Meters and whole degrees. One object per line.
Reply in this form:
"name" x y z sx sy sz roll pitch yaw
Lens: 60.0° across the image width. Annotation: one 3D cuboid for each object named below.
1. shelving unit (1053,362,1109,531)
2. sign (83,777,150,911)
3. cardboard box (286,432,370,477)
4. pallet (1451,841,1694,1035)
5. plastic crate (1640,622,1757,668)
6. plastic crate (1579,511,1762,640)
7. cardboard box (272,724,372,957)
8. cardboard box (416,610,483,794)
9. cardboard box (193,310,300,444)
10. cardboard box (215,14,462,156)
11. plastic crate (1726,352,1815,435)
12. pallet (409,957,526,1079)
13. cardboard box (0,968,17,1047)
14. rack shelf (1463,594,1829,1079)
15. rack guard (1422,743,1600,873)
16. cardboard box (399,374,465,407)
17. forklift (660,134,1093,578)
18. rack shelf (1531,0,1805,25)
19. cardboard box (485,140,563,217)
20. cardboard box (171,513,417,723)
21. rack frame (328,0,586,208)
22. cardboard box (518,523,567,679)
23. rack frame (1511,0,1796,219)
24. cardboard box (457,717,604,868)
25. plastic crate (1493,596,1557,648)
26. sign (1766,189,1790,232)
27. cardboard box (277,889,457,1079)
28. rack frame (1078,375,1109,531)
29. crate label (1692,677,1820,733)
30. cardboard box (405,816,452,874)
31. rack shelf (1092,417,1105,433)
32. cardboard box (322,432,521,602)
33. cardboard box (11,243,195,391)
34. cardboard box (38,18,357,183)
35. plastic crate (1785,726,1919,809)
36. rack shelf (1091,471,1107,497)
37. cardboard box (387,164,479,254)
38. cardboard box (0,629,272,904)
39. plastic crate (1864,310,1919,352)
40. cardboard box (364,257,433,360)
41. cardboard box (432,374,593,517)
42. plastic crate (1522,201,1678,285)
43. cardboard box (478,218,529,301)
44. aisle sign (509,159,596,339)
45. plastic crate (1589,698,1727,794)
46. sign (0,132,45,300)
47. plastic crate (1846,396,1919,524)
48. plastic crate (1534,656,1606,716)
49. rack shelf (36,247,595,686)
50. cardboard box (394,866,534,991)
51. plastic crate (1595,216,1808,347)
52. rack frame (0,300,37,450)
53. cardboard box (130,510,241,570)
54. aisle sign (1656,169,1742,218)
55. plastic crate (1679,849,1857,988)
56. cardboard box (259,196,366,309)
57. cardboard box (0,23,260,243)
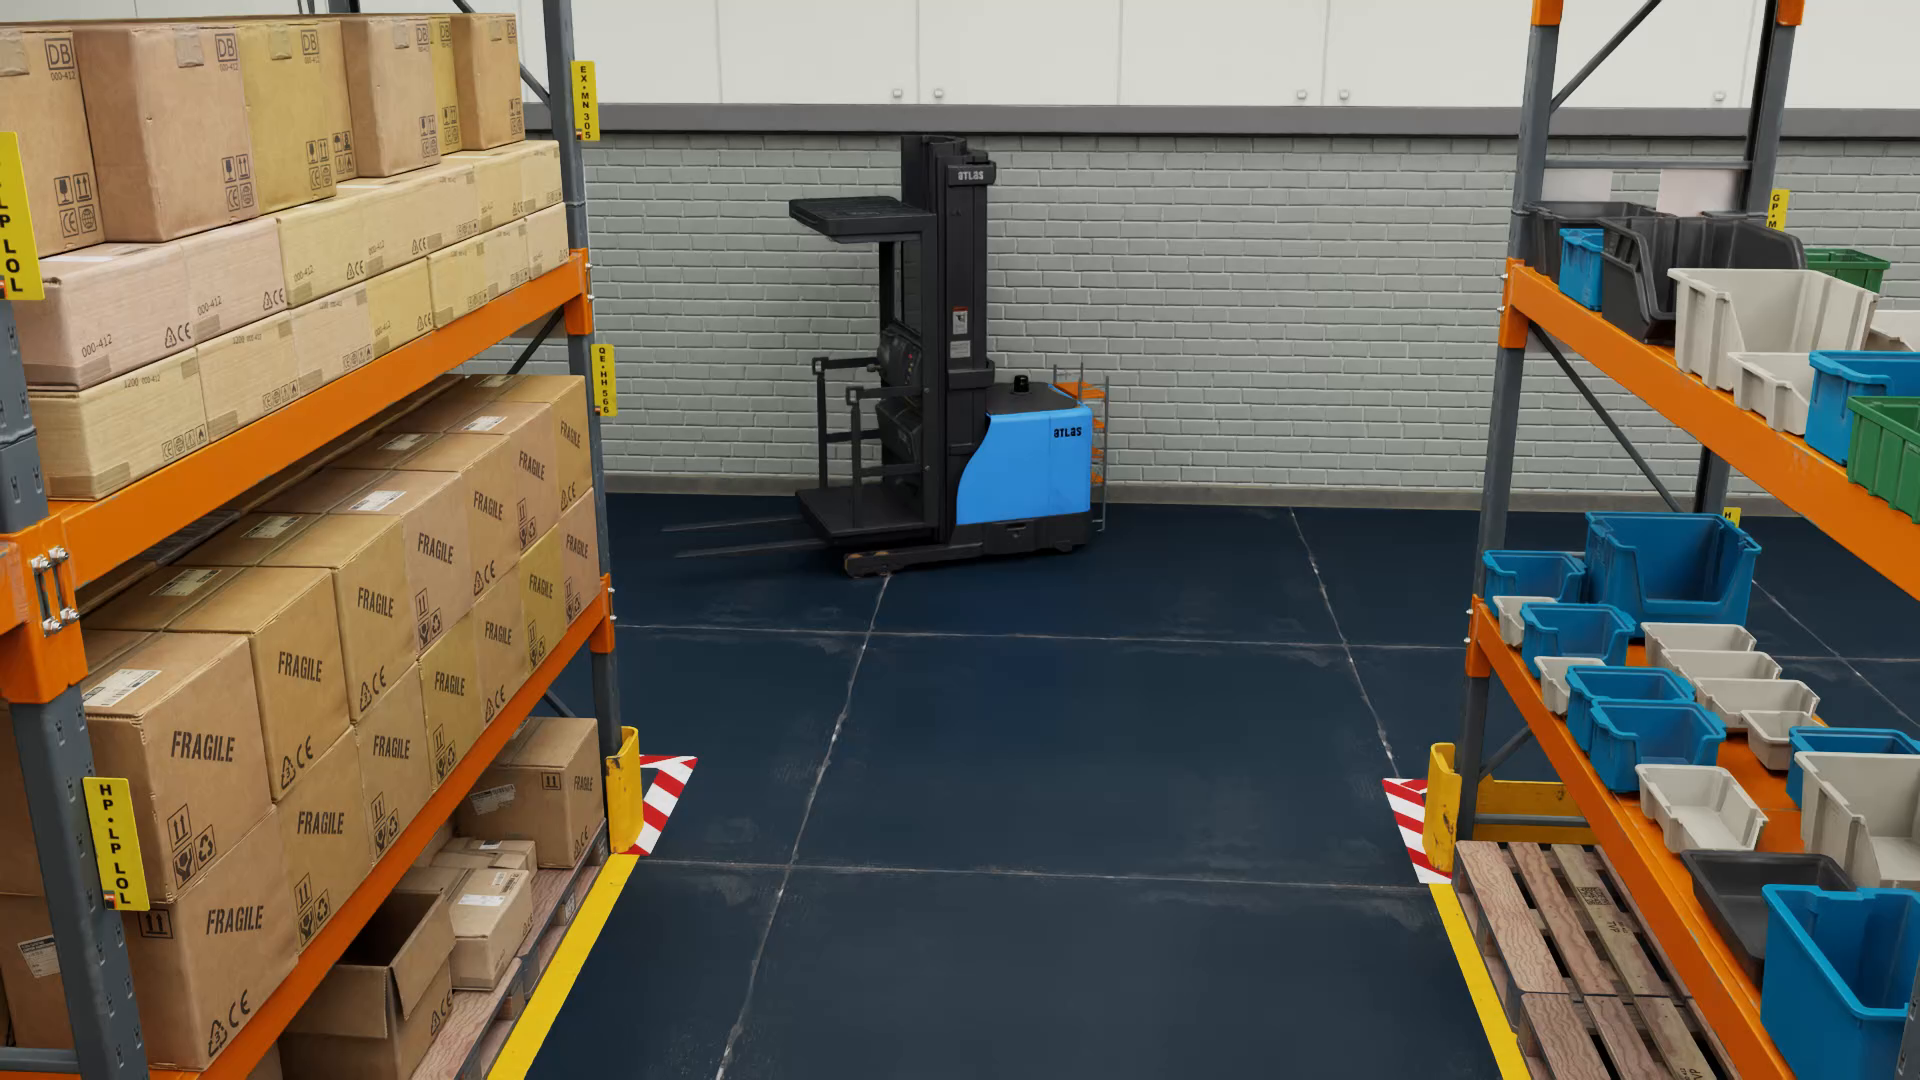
"shelving unit" 0.907 -0.703 12.642 0.258 1.200 0.503 -6 19 -18
"sign" -1.868 0.676 3.684 0.100 0.325 0.005 1 18 4
"cardboard box" -2.501 -0.101 6.147 0.500 0.500 0.500 2 18 5
"pallet" 2.707 1.664 7.005 1.003 0.211 1.213 1 18 4
"plastic crate" 2.927 0.438 6.596 0.396 0.136 0.243 1 18 4
"plastic crate" 2.967 0.147 7.004 0.616 0.435 0.499 1 18 4
"cardboard box" -2.080 0.856 4.834 0.500 0.500 0.500 2 18 5
"cardboard box" -2.007 0.542 5.790 0.500 0.500 0.500 1 18 3
"cardboard box" -2.101 -0.440 4.373 0.500 0.250 0.500 1 18 4
"cardboard box" -2.276 -1.663 6.096 0.700 0.500 0.500 1 18 4
"plastic crate" 2.230 -0.377 4.363 0.293 0.136 0.466 1 18 4
"pallet" -2.287 1.947 6.144 1.003 0.211 1.213 1 18 4
"cardboard box" -2.642 1.006 4.375 0.500 0.500 0.500 2 18 5
"rack shelf" 2.662 1.047 5.566 1.077 0.370 4.000 1 18 4
"rack guard" 2.794 1.264 7.762 1.175 0.500 0.348 1 18 4
"cardboard box" -2.430 -0.418 7.117 0.500 0.500 0.500 2 18 6
"forklift" -0.612 -1.311 11.718 3.031 2.935 1.130 -6 19 -17
"rack shelf" 2.662 -1.614 4.694 1.077 0.370 4.000 1 18 4
"cardboard box" -1.918 -1.454 6.665 0.500 0.250 0.500 1 18 4
"cardboard box" -2.034 0.232 5.132 0.500 0.500 0.500 1 18 2
"rack frame" -2.135 -2.879 6.756 1.000 3.000 0.127 1 18 4
"cardboard box" -1.930 0.231 6.740 0.500 0.500 0.500 1 18 4
"rack frame" 2.805 -2.767 6.415 1.000 3.000 0.127 1 18 4
"cardboard box" -1.929 1.125 7.479 0.500 0.500 0.500 1 18 4
"plastic crate" 2.353 0.348 6.871 0.250 0.136 0.298 1 18 4
"sign" 3.355 -1.284 6.877 0.100 0.325 0.005 1 18 4
"cardboard box" -2.293 1.608 6.000 0.797 0.503 0.637 1 18 4
"rack frame" 0.986 -0.631 12.423 0.240 1.200 0.015 -6 19 -18
"crate label" 2.896 0.615 6.057 0.396 0.136 0.243 1 18 4
"cardboard box" -2.493 1.388 7.080 0.500 0.250 0.500 1 18 4
"rack shelf" 0.907 -0.852 12.594 0.258 0.148 0.480 -6 19 -18
"cardboard box" -1.961 -0.088 6.108 0.500 0.500 0.500 2 18 5
"cardboard box" -2.140 -0.523 3.821 0.500 0.250 0.500 1 18 4
"cardboard box" -2.334 -1.352 5.147 0.700 0.500 0.500 1 18 4
"plastic crate" 2.913 0.779 5.402 0.416 0.233 0.300 1 18 4
"rack shelf" 0.907 -0.451 12.725 0.258 0.148 0.480 -6 19 -18
"cardboard box" -1.993 -1.144 5.717 0.500 0.250 0.500 1 18 4
"cardboard box" -2.108 0.552 4.155 0.500 0.500 0.500 2 18 5
"plastic crate" 2.904 -0.569 4.948 0.437 0.136 0.530 1 18 4
"cardboard box" -2.031 -0.751 5.321 0.500 0.250 0.500 1 18 4
"cardboard box" -1.893 -0.406 7.079 0.500 0.500 0.500 1 18 3
"plastic crate" 2.499 -1.166 6.557 0.497 0.269 0.590 1 18 4
"cardboard box" -1.956 -1.061 6.269 0.500 0.250 0.500 1 18 4
"aisle sign" -1.825 -1.277 7.329 0.394 0.787 0.004 1 18 4
"plastic crate" 2.343 0.707 5.622 0.416 0.233 0.300 1 18 4
"sign" -1.868 -0.632 3.256 0.100 0.325 0.005 1 18 4
"plastic crate" 2.247 -0.137 3.546 0.450 0.188 0.662 1 18 4
"plastic crate" 2.305 0.559 6.228 0.250 0.136 0.298 1 18 4
"rack shelf" -2.279 -0.490 5.440 1.077 0.370 4.000 1 18 4
"cardboard box" -2.027 1.539 6.620 0.500 0.250 0.500 1 18 4
"plastic crate" 2.421 -0.844 5.463 0.504 0.338 0.767 1 18 4
"rack frame" -2.422 -1.636 2.965 1.000 3.000 0.127 1 18 4
"cardboard box" -2.574 0.213 5.188 0.500 0.500 0.500 1 18 4
"aisle sign" 3.102 -1.167 6.993 0.394 0.787 0.004 1 18 4
"plastic crate" 2.330 1.075 4.671 0.437 0.125 0.590 1 18 4
"cardboard box" -2.058 -0.833 4.769 0.500 0.250 0.500 1 18 4
"cardboard box" -2.248 -1.038 4.188 0.700 0.500 0.500 1 18 4
